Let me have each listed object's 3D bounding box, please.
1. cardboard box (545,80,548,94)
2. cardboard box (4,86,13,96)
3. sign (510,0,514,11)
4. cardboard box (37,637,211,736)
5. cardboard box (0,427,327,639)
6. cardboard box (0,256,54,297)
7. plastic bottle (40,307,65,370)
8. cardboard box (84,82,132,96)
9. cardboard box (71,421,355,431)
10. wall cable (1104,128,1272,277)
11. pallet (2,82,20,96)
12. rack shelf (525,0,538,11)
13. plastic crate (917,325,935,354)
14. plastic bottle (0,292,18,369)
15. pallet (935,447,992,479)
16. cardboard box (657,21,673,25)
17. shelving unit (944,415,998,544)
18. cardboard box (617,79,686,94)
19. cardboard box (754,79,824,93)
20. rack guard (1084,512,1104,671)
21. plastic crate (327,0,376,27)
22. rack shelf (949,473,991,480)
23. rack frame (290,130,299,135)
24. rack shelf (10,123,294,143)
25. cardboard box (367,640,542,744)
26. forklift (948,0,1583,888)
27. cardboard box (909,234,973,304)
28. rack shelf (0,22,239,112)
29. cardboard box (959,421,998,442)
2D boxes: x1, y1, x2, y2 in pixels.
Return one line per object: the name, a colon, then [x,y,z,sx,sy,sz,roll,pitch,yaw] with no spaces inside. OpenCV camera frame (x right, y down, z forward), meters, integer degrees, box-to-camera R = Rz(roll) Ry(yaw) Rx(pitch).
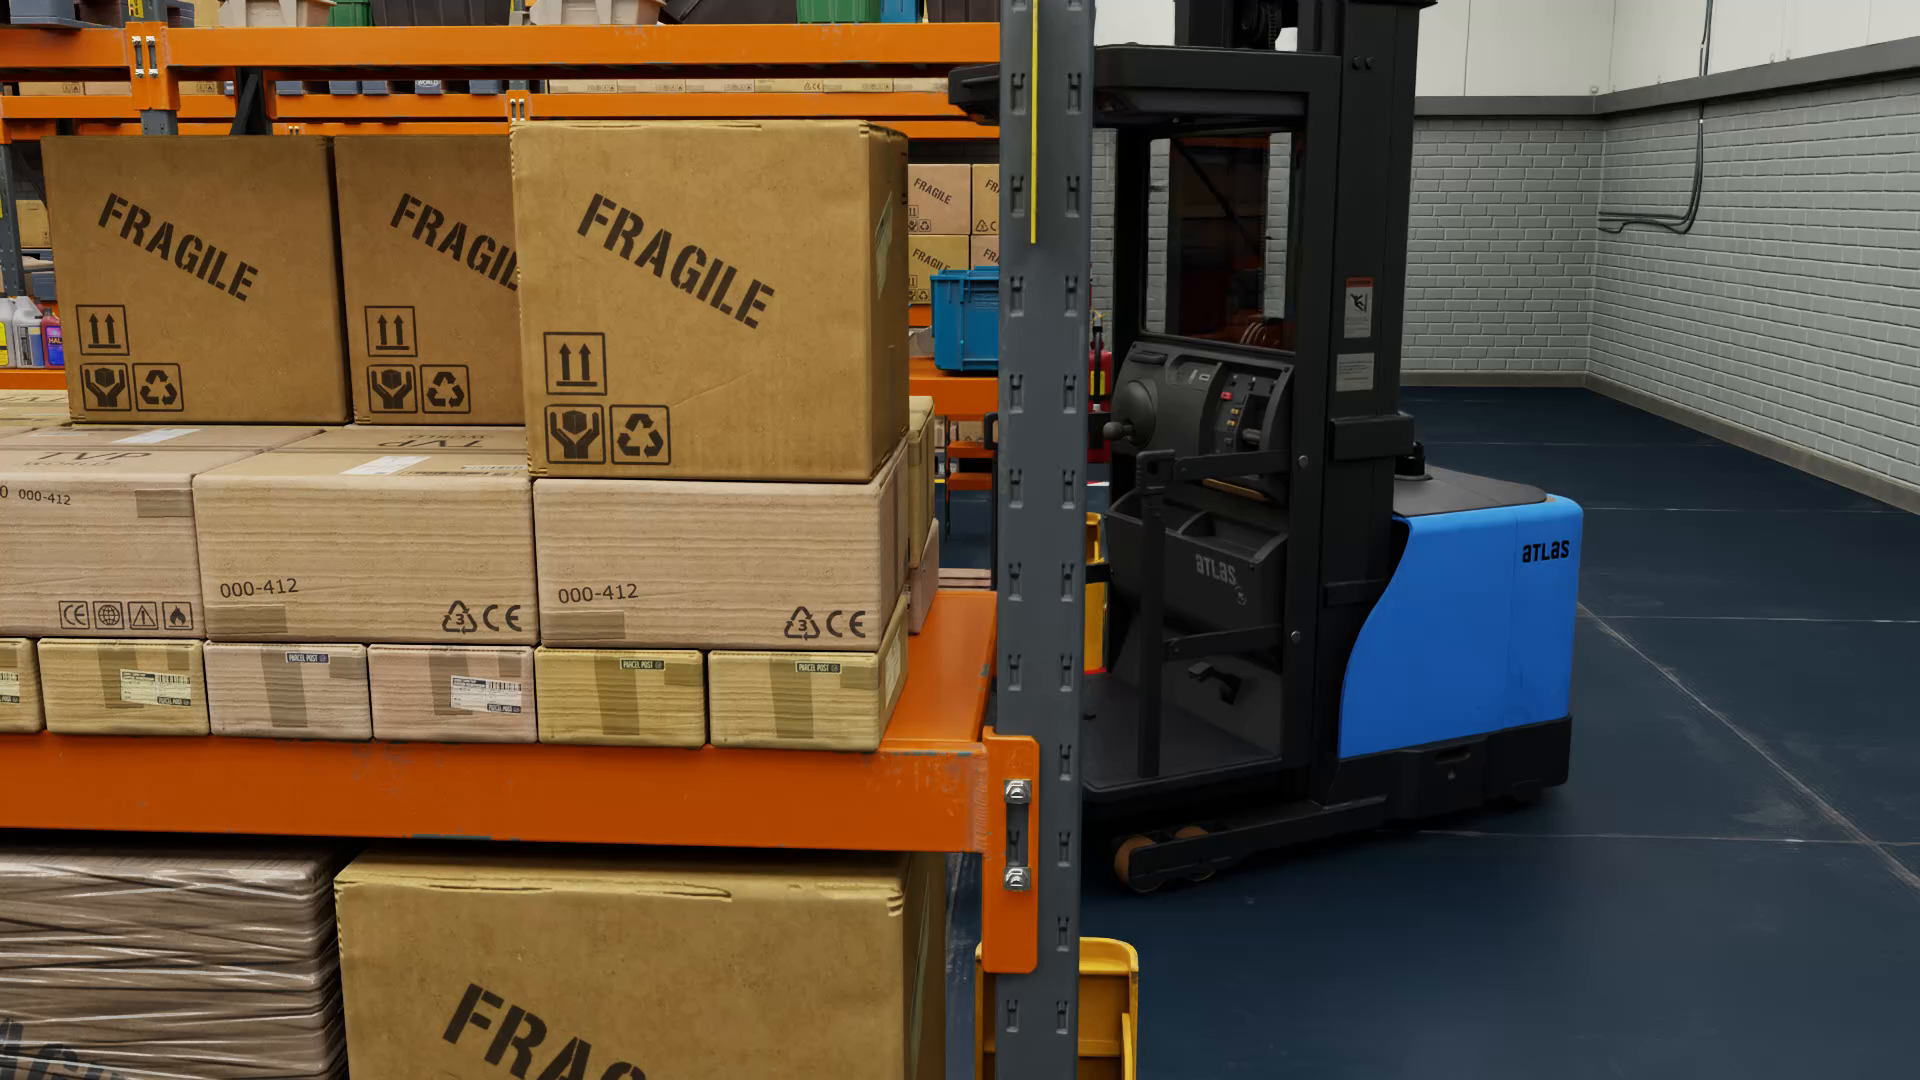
cardboard box: [-4.279,-4.839,17.431,0.500,0.500,0.700,1,12,3]
cardboard box: [-10.290,-4.886,17.704,0.500,0.500,0.500,3,12,12]
sign: [-3.209,-3.866,11.874,0.005,0.325,0.100,1,12,4]
cardboard box: [-1.247,0.184,2.674,0.250,0.149,0.380,1,12,2]
cardboard box: [-1.366,-0.026,2.705,0.500,0.250,0.500,0,12,2]
cardboard box: [-7.527,-2.091,13.154,0.500,0.311,0.500,2,12,7]
plastic bottle: [-4.159,-0.930,7.672,0.133,0.283,0.061,1,12,4]
cardboard box: [-6.220,-3.631,12.732,0.500,0.500,0.910,1,12,4]
cardboard box: [-1.331,-0.134,3.225,0.500,0.250,0.500,0,12,2]
wall cable: [2.483,-3.696,18.130,1.851,1.984,0.084,1,12,4]
pallet: [-7.850,-3.487,12.748,1.003,0.211,1.213,1,12,6]
rack shelf: [-4.844,-5.494,17.286,4.000,0.370,1.077,1,12,4]
plastic crate: [-0.058,-0.991,8.178,0.298,0.136,0.250,1,12,4]
plastic bottle: [-4.449,-0.975,7.725,0.185,0.351,0.144,1,12,4]
pallet: [-27.335,-2.474,0.118,54.027,8.999,28.867,1,12,4]
cardboard box: [-2.208,-3.641,12.169,0.500,0.250,0.500,1,12,4]
shelving unit: [0.163,-0.585,10.135,0.499,1.200,0.258,1,12,4]
cardboard box: [-2.208,-3.396,12.215,0.500,0.250,0.500,1,12,4]
cardboard box: [-1.211,-3.382,12.152,0.500,0.250,0.500,1,12,4]
rack guard: [0.505,0.222,7.985,0.348,0.500,1.175,1,12,4]
plastic crate: [-3.068,-2.474,7.962,0.662,0.188,0.450,1,12,4]
rack shelf: [0.165,-0.363,10.181,0.457,0.050,0.221,1,12,4]
rack frame: [-6.840,-3.132,17.917,0.127,3.000,1.000,1,12,4]
rack shelf: [-8.835,-4.276,17.814,4.000,0.370,1.077,1,12,4]
cardboard box: [-0.739,0.191,2.641,0.250,0.149,0.380,1,12,4]
forklift: [0.595,-0.477,5.388,3.031,2.935,1.130,-6,13,-25]
cardboard box: [-0.168,-2.017,12.339,0.500,0.500,0.500,1,12,4]
rack shelf: [-5.506,-2.197,7.877,4.000,0.370,1.077,1,12,4]
cardboard box: [0.256,-0.960,12.561,0.500,0.500,0.500,1,12,4]
